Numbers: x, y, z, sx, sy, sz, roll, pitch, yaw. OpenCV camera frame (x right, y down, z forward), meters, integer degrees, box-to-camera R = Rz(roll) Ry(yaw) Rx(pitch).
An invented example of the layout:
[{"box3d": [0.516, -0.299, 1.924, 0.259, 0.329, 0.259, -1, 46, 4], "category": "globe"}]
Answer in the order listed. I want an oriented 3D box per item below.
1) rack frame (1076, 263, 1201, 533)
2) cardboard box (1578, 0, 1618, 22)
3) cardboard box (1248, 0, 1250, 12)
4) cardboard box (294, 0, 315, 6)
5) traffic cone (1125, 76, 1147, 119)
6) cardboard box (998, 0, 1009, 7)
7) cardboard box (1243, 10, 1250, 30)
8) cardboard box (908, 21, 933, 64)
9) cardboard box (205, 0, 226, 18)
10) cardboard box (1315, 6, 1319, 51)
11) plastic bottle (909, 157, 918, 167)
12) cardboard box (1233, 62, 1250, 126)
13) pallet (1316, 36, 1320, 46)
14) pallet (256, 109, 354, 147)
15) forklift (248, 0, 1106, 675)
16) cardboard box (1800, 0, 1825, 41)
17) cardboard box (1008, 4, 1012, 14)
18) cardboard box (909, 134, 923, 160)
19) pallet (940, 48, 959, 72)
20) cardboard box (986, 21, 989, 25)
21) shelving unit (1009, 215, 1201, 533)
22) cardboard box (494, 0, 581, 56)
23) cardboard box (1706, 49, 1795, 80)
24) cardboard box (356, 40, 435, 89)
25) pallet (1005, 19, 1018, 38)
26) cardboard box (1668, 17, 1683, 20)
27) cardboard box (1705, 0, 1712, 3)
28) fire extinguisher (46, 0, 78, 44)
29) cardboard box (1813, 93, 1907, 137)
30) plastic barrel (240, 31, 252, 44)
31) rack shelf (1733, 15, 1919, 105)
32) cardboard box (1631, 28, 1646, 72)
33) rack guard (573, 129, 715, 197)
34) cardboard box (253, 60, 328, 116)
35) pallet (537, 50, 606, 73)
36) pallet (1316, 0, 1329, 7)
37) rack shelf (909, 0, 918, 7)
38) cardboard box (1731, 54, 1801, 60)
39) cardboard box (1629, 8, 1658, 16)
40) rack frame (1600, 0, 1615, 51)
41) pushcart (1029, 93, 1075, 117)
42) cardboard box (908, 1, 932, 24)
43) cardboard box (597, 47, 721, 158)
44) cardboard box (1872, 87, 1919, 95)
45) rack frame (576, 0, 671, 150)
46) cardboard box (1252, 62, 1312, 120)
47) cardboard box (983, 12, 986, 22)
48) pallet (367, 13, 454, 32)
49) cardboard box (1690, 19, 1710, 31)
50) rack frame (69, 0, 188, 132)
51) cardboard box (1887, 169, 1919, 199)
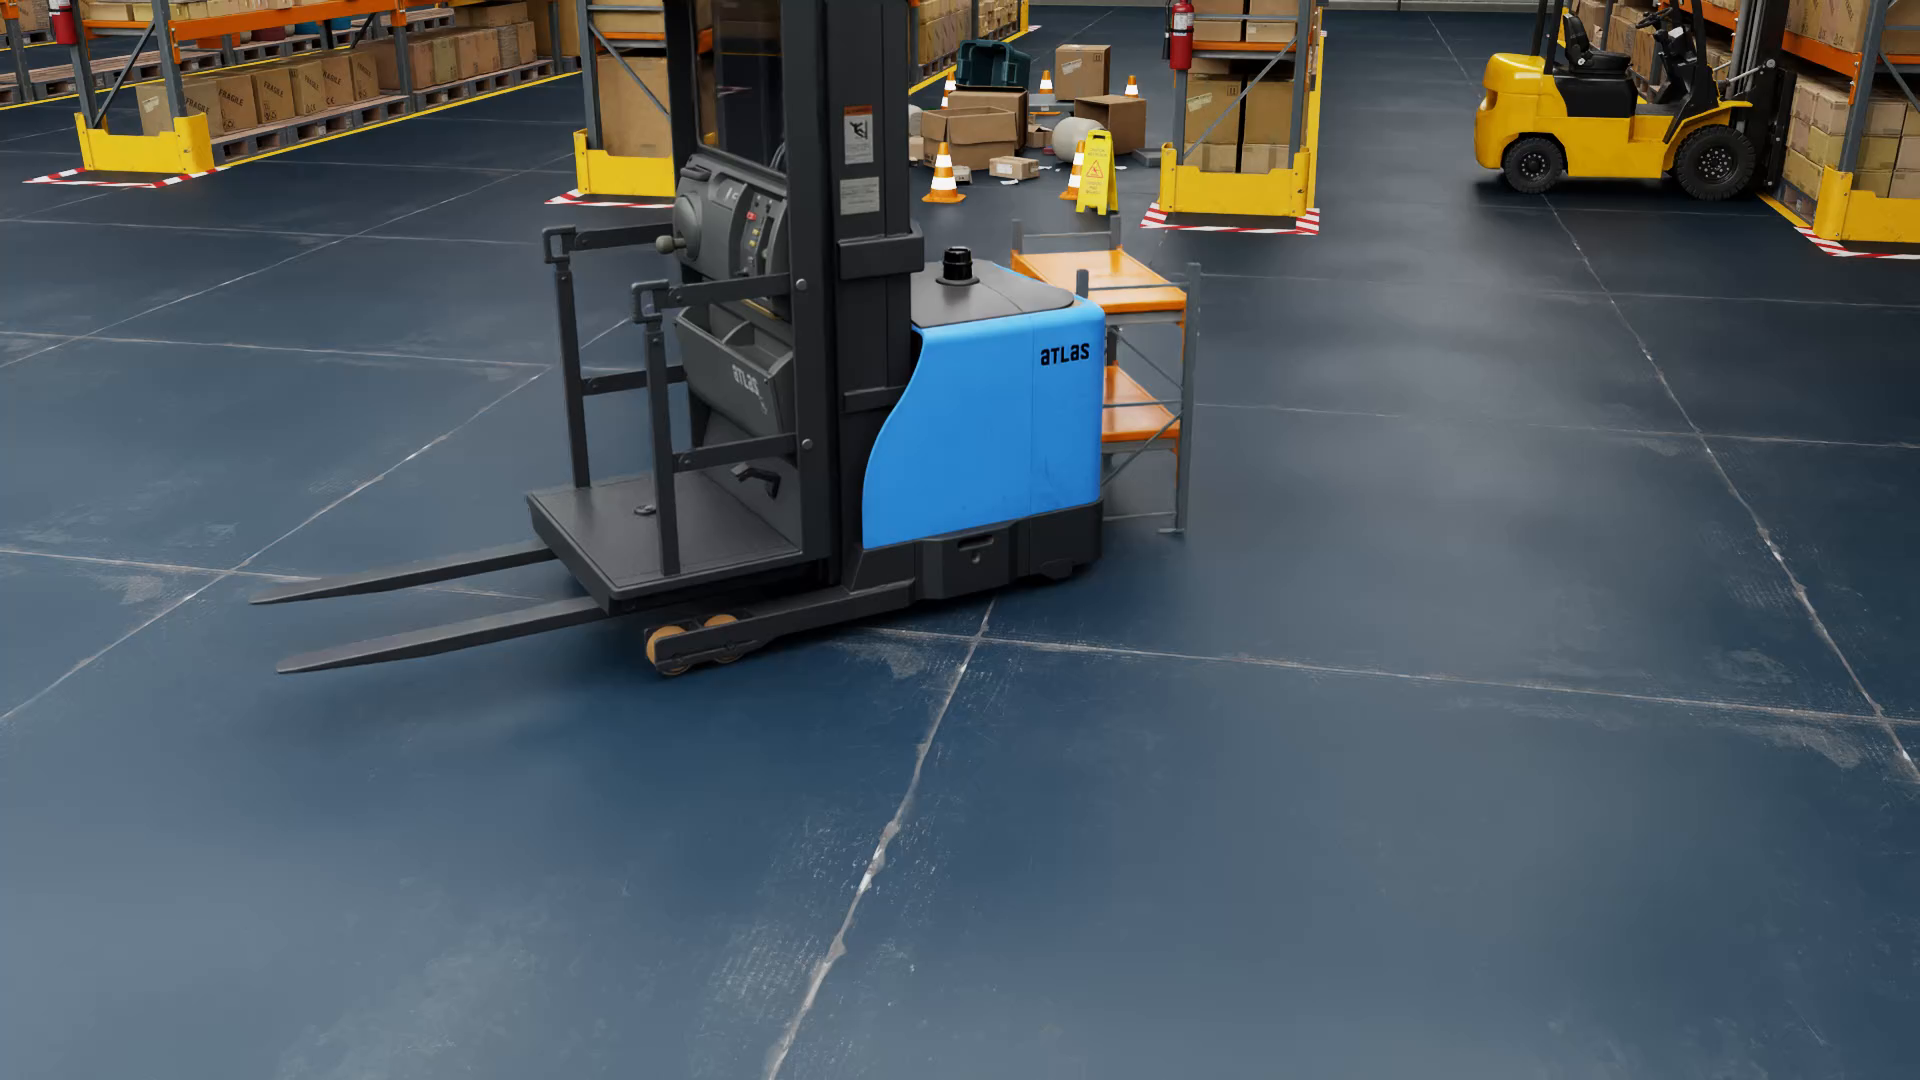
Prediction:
[{"box3d": [0.698, -0.544, 6.699, 0.500, 1.125, 0.032, -5, 22, -12], "category": "rack frame"}, {"box3d": [9.892, -8.024, 25.547, 0.700, 0.500, 0.500, 5, 23, 13], "category": "cardboard box"}, {"box3d": [2.250, -4.810, 14.250, 0.500, 0.500, 0.500, 4, 22, 11], "category": "cardboard box"}, {"box3d": [-6.765, -5.494, 16.816, 0.380, 0.149, 0.250, 4, 22, 11], "category": "cardboard box"}, {"box3d": [1.896, -4.887, 18.369, 0.336, 0.463, 0.334, 4, 22, 11], "category": "traffic cone"}, {"box3d": [0.584, -8.784, 27.106, 0.380, 0.149, 0.250, 5, 23, 13], "category": "cardboard box"}, {"box3d": [2.293, -4.450, 14.224, 0.380, 0.149, 0.250, 5, 22, 12], "category": "cardboard box"}, {"box3d": [-0.643, -6.581, 21.964, 0.500, 0.500, 0.500, 4, 22, 9], "category": "cardboard box"}, {"box3d": [-7.077, -4.946, 15.455, 0.380, 0.149, 0.250, 4, 22, 11], "category": "cardboard box"}, {"box3d": [4.421, -7.075, 22.687, 0.875, 0.875, 0.875, 5, 22, 12], "category": "cardboard box"}, {"box3d": [-0.473, -3.547, 15.579, 0.133, 0.061, 0.283, -3, 22, -8], "category": "plastic bottle"}, {"box3d": [2.318, -3.996, 14.875, 0.500, 0.500, 0.500, 4, 22, 10], "category": "cardboard box"}, {"box3d": [4.877, -7.408, 24.965, 1.003, 0.211, 1.213, 4, 22, 11], "category": "pallet"}, {"box3d": [-7.037, -4.270, 17.173, 1.003, 0.211, 1.213, 4, 22, 11], "category": "pallet"}, {"box3d": [-0.985, -1.121, 5.714, 3.031, 2.935, 1.130, -12, 25, -27], "category": "forklift"}, {"box3d": [7.120, -4.287, 13.348, 0.500, 0.500, 0.500, 4, 22, 10], "category": "cardboard box"}, {"box3d": [0.663, -8.838, 27.639, 0.380, 0.149, 0.250, 4, 22, 9], "category": "cardboard box"}, {"box3d": [-0.401, -3.807, 15.950, 0.396, 0.266, 0.258, 8, 23, 20], "category": "cardboard box"}, {"box3d": [-0.625, -6.744, 23.316, 1.003, 0.211, 1.213, 4, 22, 11], "category": "pallet"}, {"box3d": [0.246, -8.141, 26.306, 0.380, 0.149, 0.250, 4, 22, 9], "category": "cardboard box"}, {"box3d": [0.587, -0.729, 7.159, 0.538, 1.125, 1.048, -5, 22, -12], "category": "shelving unit"}, {"box3d": [-5.711, -7.182, 22.953, 1.225, 0.875, 0.875, 3, 22, 8], "category": "cardboard box"}, {"box3d": [8.135, -4.695, 17.112, 0.875, 0.625, 0.625, 4, 22, 10], "category": "cardboard box"}, {"box3d": [-6.542, -5.527, 19.318, 0.700, 0.500, 0.500, 3, 22, 7], "category": "cardboard box"}, {"box3d": [0.379, -8.617, 27.967, 1.003, 0.211, 1.213, 4, 22, 11], "category": "pallet"}, {"box3d": [8.763, -6.414, 20.679, 0.380, 0.149, 0.250, 5, 22, 12], "category": "cardboard box"}, {"box3d": [7.948, -5.625, 17.005, 0.500, 0.250, 0.500, 5, 22, 11], "category": "cardboard box"}, {"box3d": [-7.979, -4.754, 14.745, 0.296, 0.674, 0.183, 4, 22, 11], "category": "fire extinguisher"}, {"box3d": [6.846, -3.239, 12.661, 0.500, 0.250, 0.500, 5, 23, 13], "category": "cardboard box"}, {"box3d": [-10.610, -7.534, 24.313, 0.421, 0.512, 0.421, 0, 22, 0], "category": "plastic barrel"}, {"box3d": [7.465, -4.061, 13.886, 1.077, 0.370, 4.000, 4, 22, 11], "category": "rack shelf"}, {"box3d": [8.782, -6.170, 20.941, 0.500, 0.500, 0.500, 5, 23, 13], "category": "cardboard box"}, {"box3d": [-2.674, -3.213, 14.162, 1.175, 0.500, 0.348, 4, 22, 11], "category": "rack guard"}, {"box3d": [-6.968, -4.708, 17.312, 0.500, 0.500, 0.500, 2, 22, 6], "category": "cardboard box"}, {"box3d": [-5.637, -6.711, 23.234, 1.003, 0.211, 1.213, 4, 22, 11], "category": "pallet"}, {"box3d": [3.312, -5.683, 17.206, 1.003, 0.211, 1.213, 4, 22, 11], "category": "pallet"}, {"box3d": [-1.445, -6.242, 19.299, 1.077, 0.370, 4.000, 4, 22, 11], "category": "rack shelf"}, {"box3d": [7.467, -4.357, 15.436, 0.500, 0.250, 0.500, 4, 22, 10], "category": "cardboard box"}, {"box3d": [9.107, -6.974, 22.071, 0.380, 0.149, 0.250, 4, 22, 10], "category": "cardboard box"}, {"box3d": [9.506, -8.052, 22.832, 1.000, 3.000, 0.127, 4, 22, 11], "category": "rack frame"}, {"box3d": [0.771, -4.443, 17.380, 1.648, 0.377, 0.936, -3, 22, -8], "category": "pushcart"}, {"box3d": [-0.659, -6.924, 21.810, 0.500, 0.250, 0.500, 3, 22, 8], "category": "cardboard box"}, {"box3d": [-2.596, -3.843, 14.663, 0.875, 0.875, 0.875, 5, 22, 11], "category": "cardboard box"}, {"box3d": [7.439, -3.391, 13.039, 0.500, 0.250, 0.500, 4, 22, 11], "category": "cardboard box"}, {"box3d": [-2.669, -4.381, 13.717, 1.000, 3.000, 0.127, 4, 22, 11], "category": "rack frame"}, {"box3d": [2.849, -3.965, 14.798, 0.500, 0.500, 0.500, 5, 22, 12], "category": "cardboard box"}, {"box3d": [0.202, -8.178, 26.000, 0.380, 0.149, 0.250, 3, 22, 8], "category": "cardboard box"}, {"box3d": [-9.546, -8.988, 28.889, 1.003, 0.211, 1.213, 4, 22, 11], "category": "pallet"}, {"box3d": [9.154, -6.285, 20.359, 0.380, 0.149, 0.250, 5, 22, 12], "category": "cardboard box"}, {"box3d": [-7.504, -4.796, 14.747, 1.000, 3.000, 0.127, 4, 22, 11], "category": "rack frame"}, {"box3d": [7.349, -2.748, 12.780, 0.500, 0.250, 0.500, 5, 22, 11], "category": "cardboard box"}]
